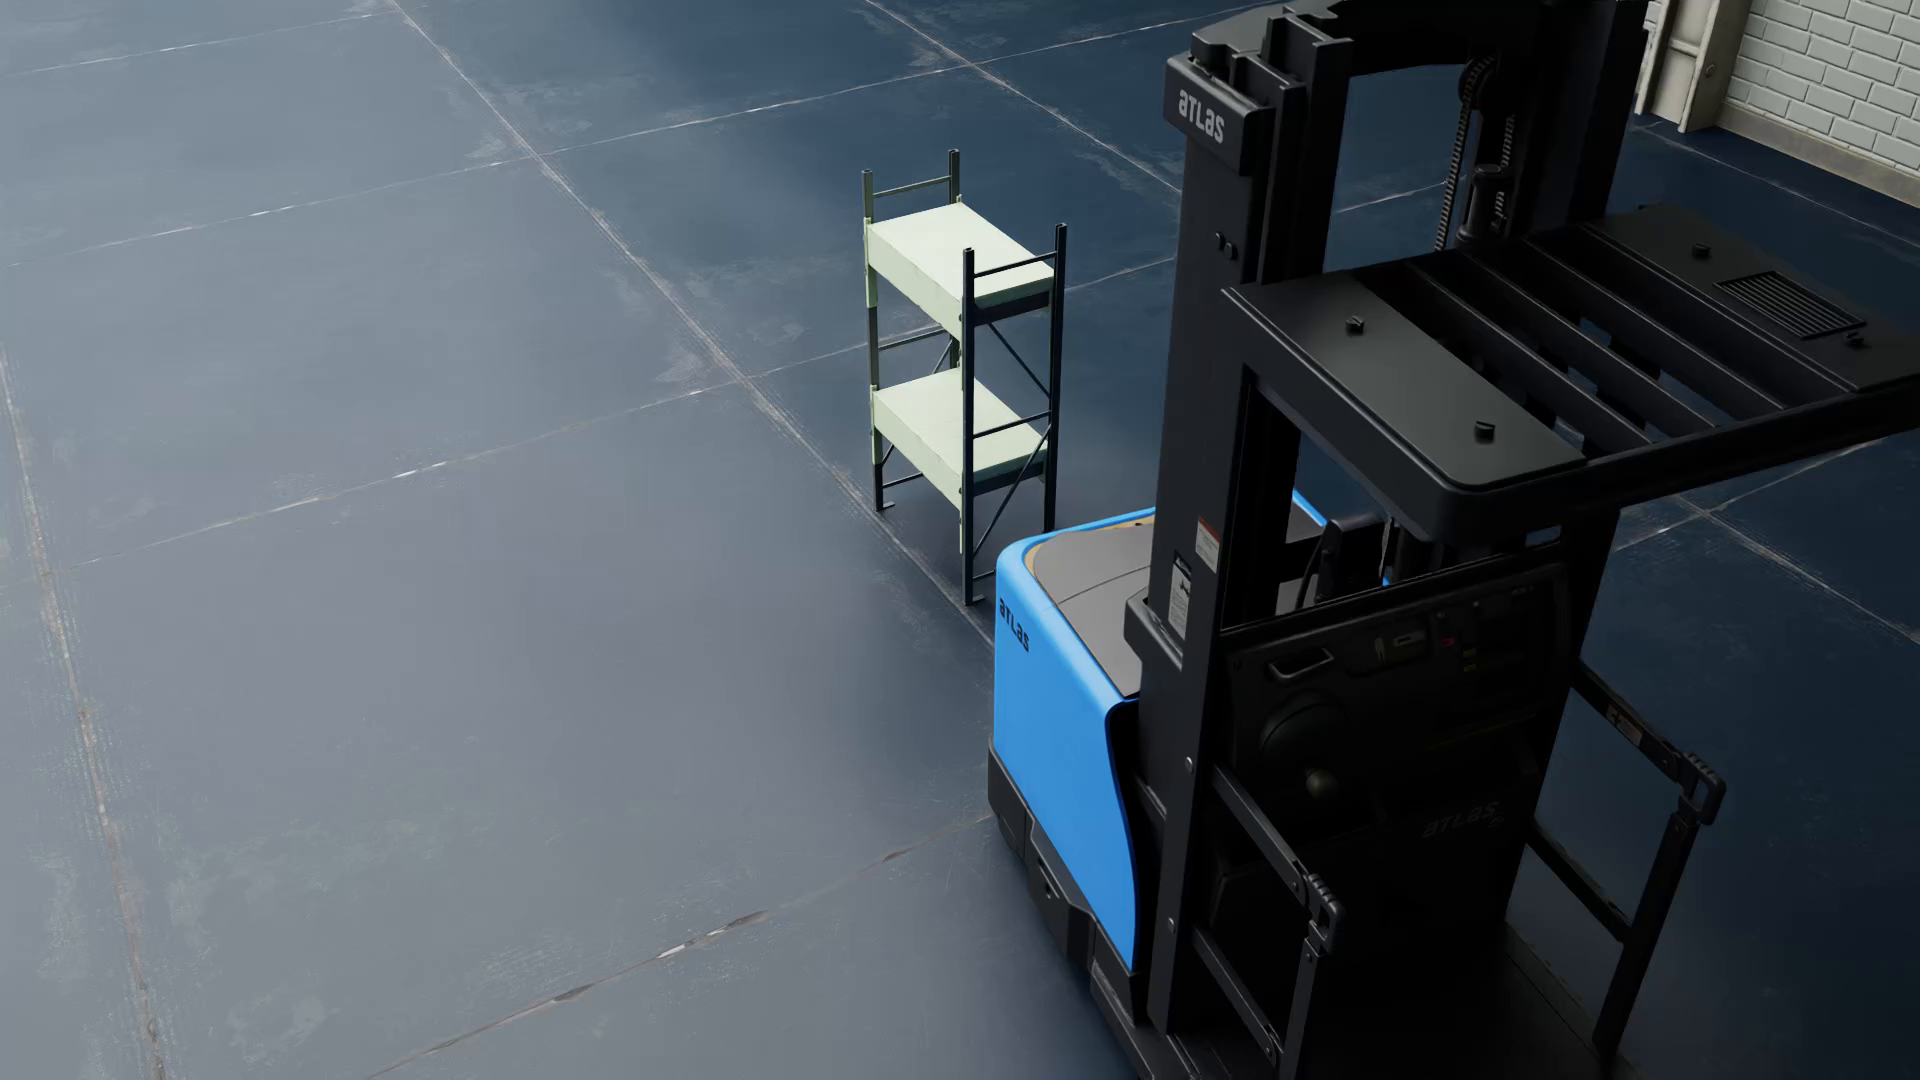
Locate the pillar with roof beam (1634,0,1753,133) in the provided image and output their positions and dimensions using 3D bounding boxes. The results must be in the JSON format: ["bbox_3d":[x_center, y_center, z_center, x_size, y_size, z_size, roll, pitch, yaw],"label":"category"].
[{"bbox_3d":[0.731,-4.985,5.946,9.100,9.000,0.400,-19,40,-24],"label":"pillar with roof beam"}]

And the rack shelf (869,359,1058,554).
[{"bbox_3d":[0.003,-0.339,6.495,0.431,0.370,0.720,-19,40,-24],"label":"rack shelf"}]

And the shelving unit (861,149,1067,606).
[{"bbox_3d":[0.003,-0.602,6.303,0.431,1.500,0.755,-19,40,-24],"label":"shelving unit"}]

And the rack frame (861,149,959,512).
[{"bbox_3d":[-0.181,-0.789,6.559,0.400,1.500,0.023,-19,40,-24],"label":"rack frame"}]

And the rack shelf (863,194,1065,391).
[{"bbox_3d":[0.003,-0.917,6.073,0.431,0.370,0.720,-19,40,-24],"label":"rack shelf"}]

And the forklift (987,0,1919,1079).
[{"bbox_3d":[1.117,0.393,3.727,1.130,2.935,3.031,-14,38,-18],"label":"forklift"}]

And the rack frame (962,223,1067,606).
[{"bbox_3d":[0.187,-0.416,6.047,0.400,1.500,0.023,-19,40,-24],"label":"rack frame"}]
